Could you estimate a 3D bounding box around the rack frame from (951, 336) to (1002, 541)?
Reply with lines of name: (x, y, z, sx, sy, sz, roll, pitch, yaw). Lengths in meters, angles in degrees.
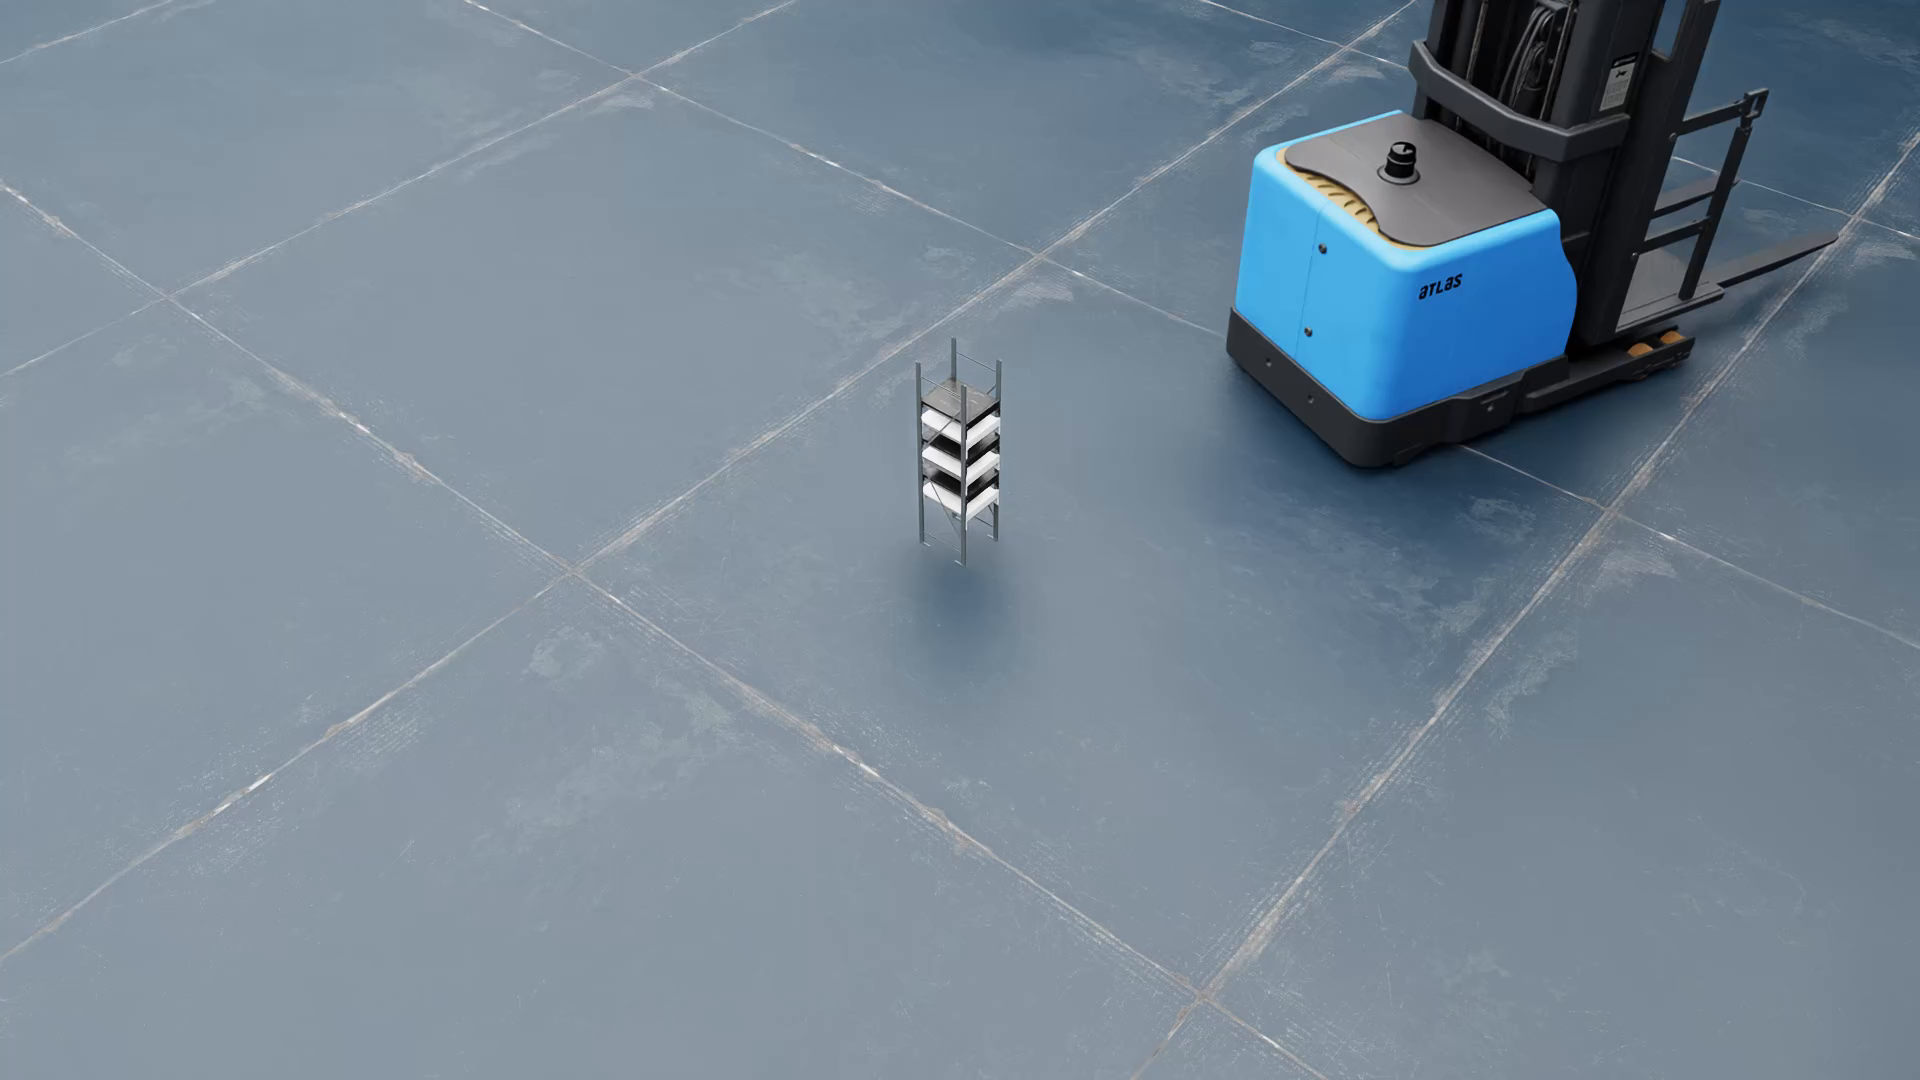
rack frame: (0.060, -0.381, 6.500, 0.240, 0.900, 0.006, 29, 50, 28)

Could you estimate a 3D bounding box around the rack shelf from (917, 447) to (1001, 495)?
rack shelf: (-0.005, -0.304, 6.465, 0.258, 0.077, 0.200, 29, 50, 28)

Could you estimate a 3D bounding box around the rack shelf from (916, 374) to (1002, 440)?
rack shelf: (-0.005, -0.504, 6.283, 0.258, 0.077, 0.200, 29, 50, 28)

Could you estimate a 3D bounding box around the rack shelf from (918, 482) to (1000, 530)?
rack shelf: (-0.005, -0.171, 6.586, 0.258, 0.077, 0.200, 29, 50, 28)

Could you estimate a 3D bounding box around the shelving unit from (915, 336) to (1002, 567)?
shelving unit: (-0.005, -0.329, 6.443, 0.258, 0.900, 0.210, 29, 50, 28)

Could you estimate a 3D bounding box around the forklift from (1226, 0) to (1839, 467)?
forklift: (2.759, -2.103, 6.884, 3.031, 2.935, 1.130, -20, 46, -21)

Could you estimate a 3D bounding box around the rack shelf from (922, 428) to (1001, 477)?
rack shelf: (-0.005, -0.371, 6.405, 0.258, 0.077, 0.200, 29, 50, 28)

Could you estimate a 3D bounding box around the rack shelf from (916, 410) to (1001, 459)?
rack shelf: (-0.005, -0.437, 6.344, 0.258, 0.077, 0.200, 29, 50, 28)

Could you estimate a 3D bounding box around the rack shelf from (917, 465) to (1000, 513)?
rack shelf: (-0.005, -0.238, 6.526, 0.258, 0.077, 0.200, 29, 50, 28)

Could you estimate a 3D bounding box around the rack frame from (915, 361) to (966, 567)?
rack frame: (-0.071, -0.276, 6.385, 0.240, 0.900, 0.006, 29, 50, 28)
